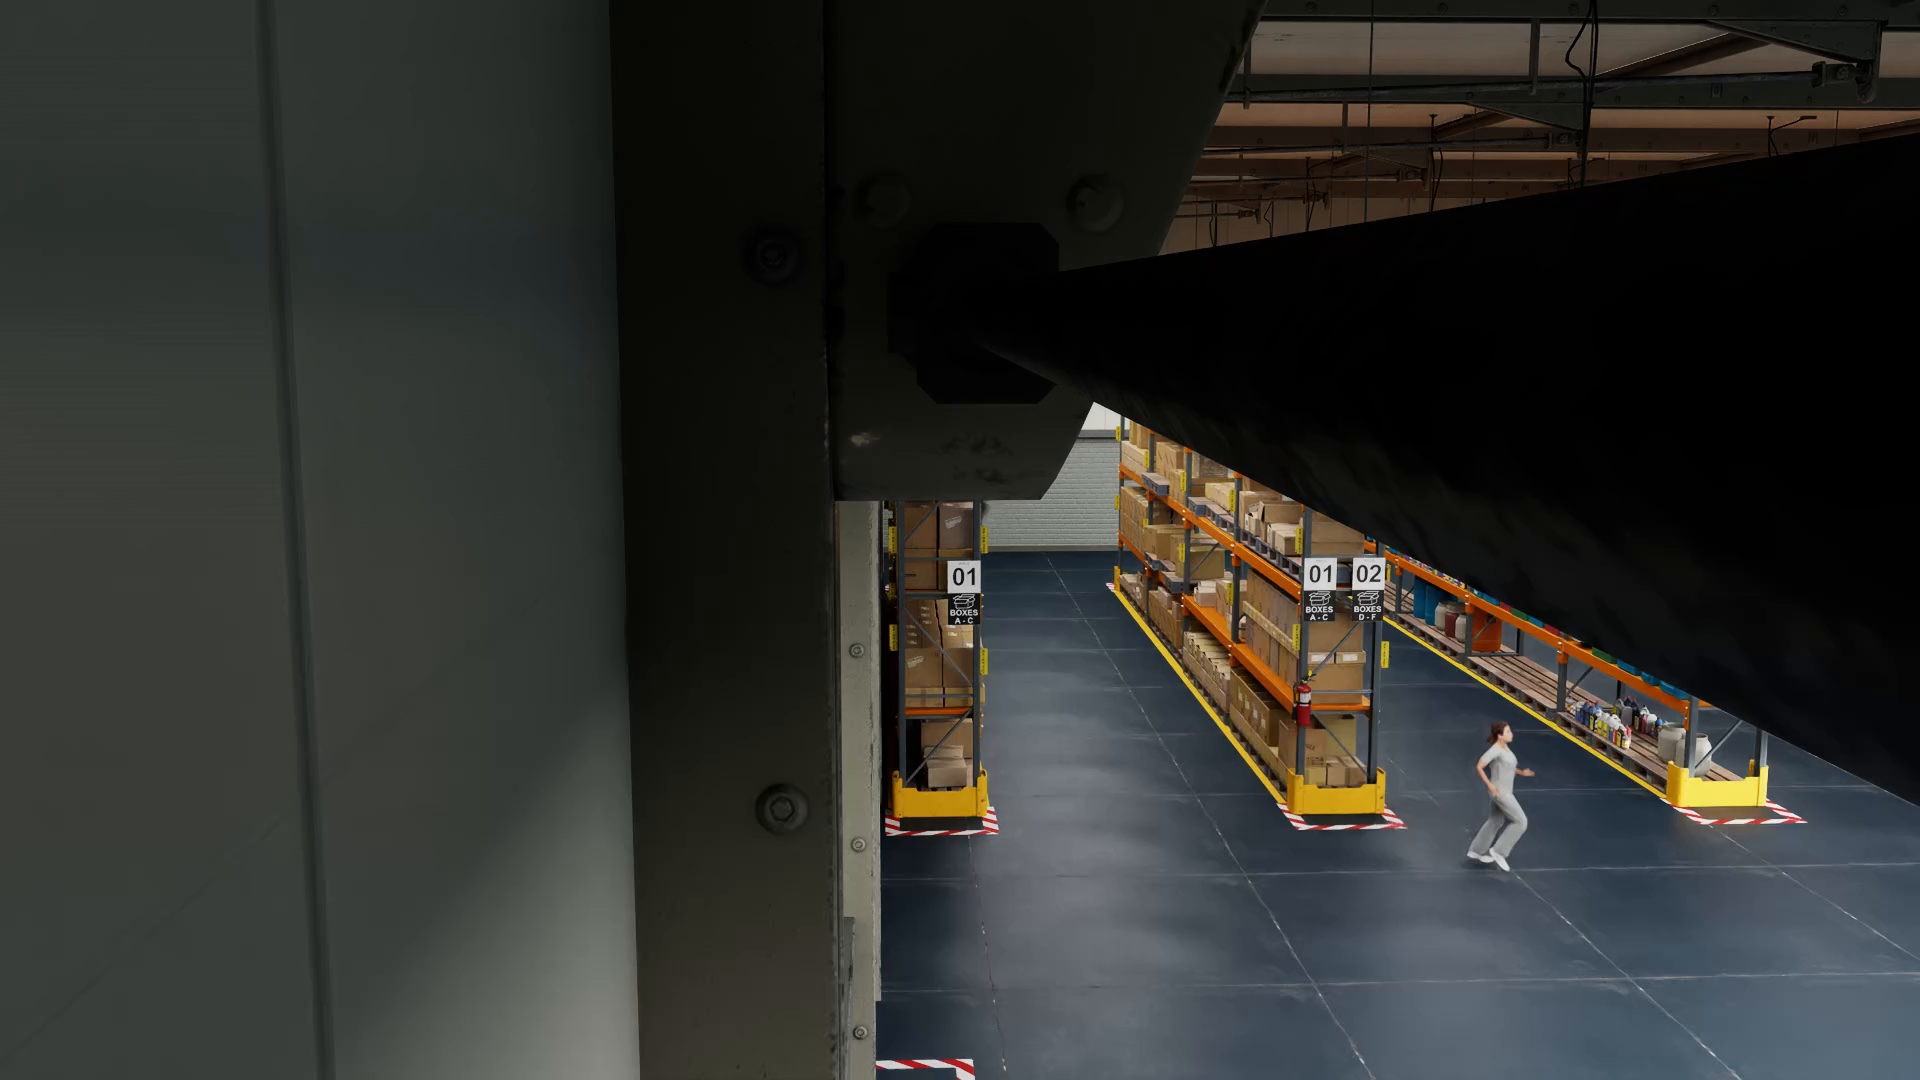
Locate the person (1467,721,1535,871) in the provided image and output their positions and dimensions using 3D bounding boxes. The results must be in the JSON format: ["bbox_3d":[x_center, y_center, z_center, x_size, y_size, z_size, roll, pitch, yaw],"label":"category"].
[{"bbox_3d":[6.037,2.843,18.547,0.687,1.672,0.533,4,9,24],"label":"person"}]
